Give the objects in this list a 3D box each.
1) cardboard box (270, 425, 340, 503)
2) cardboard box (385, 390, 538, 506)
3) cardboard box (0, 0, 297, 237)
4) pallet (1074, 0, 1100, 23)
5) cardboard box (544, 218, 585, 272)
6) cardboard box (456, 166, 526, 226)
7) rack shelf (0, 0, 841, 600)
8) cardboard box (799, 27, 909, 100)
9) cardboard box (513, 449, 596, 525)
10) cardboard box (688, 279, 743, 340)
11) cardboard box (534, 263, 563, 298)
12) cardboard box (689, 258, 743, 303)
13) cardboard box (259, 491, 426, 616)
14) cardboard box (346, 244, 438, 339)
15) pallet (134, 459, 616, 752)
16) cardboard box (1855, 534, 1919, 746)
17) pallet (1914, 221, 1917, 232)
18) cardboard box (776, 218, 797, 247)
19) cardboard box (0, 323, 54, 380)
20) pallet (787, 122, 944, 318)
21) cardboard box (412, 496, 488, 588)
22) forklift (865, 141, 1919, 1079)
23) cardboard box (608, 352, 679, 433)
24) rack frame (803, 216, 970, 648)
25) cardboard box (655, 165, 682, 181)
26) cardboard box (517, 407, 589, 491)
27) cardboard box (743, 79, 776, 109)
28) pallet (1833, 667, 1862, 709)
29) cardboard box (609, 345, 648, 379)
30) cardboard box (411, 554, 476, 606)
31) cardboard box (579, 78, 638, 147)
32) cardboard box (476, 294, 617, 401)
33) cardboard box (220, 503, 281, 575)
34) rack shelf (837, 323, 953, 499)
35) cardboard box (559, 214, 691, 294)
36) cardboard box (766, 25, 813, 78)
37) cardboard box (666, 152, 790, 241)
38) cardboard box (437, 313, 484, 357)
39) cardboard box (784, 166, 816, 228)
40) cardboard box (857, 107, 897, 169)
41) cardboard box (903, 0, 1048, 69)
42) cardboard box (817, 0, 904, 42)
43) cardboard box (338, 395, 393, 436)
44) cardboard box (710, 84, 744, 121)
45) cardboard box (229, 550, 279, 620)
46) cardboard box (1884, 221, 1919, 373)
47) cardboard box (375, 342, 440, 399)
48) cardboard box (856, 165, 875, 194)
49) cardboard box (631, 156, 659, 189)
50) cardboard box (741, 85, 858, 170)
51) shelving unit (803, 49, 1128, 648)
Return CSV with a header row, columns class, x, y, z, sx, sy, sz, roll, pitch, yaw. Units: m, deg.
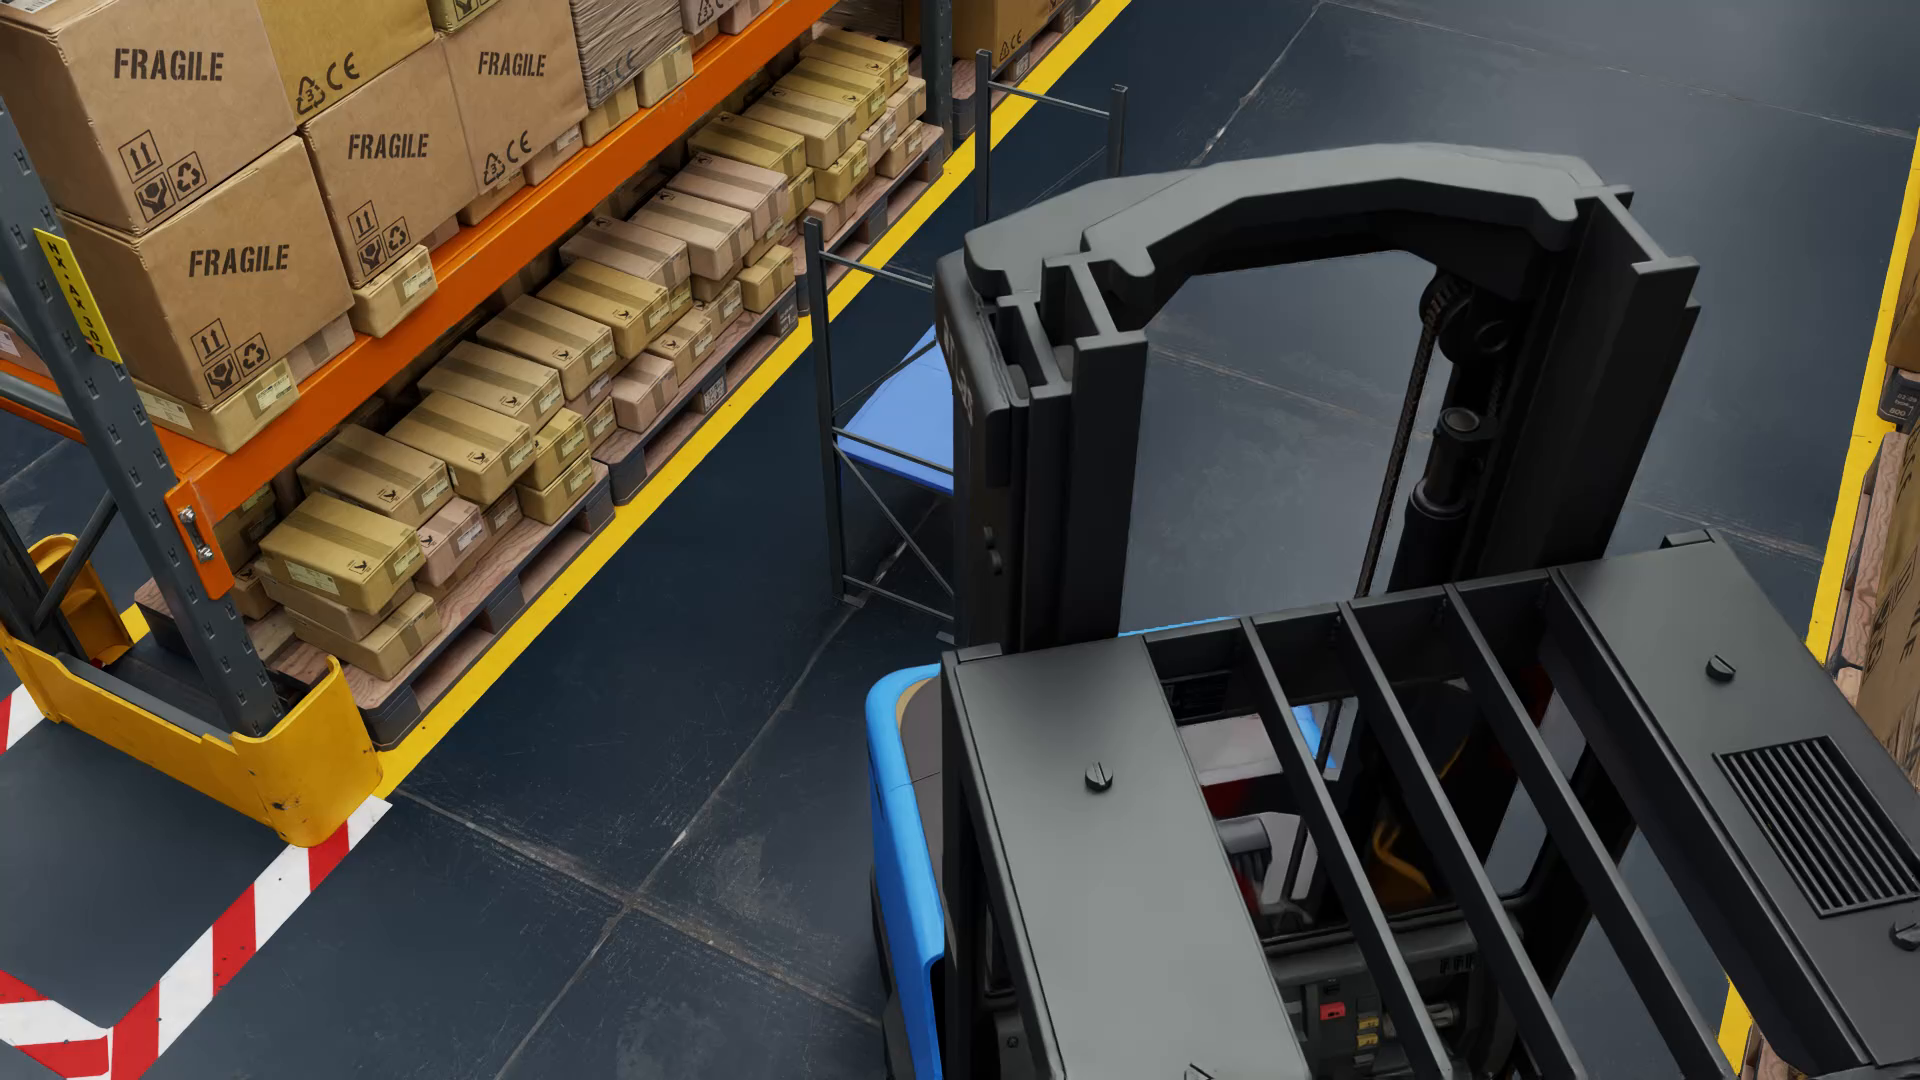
class,x,y,z,sx,sy,sz,roll,pitch,yaw
cardboard box,-2.170,-0.302,5.230,0.380,0.149,0.250,21,49,20
cardboard box,-1.563,-0.293,5.222,0.380,0.149,0.250,20,49,19
cardboard box,-1.915,-1.077,3.723,0.500,0.500,0.500,20,49,19
pallet,0.423,-3.193,8.757,1.003,0.211,1.213,20,49,19
cardboard box,-1.594,-1.141,6.059,0.380,0.149,0.250,21,49,19
cardboard box,-1.518,-1.096,4.900,0.380,0.149,0.250,20,49,19
rack shelf,-1.430,-1.398,5.528,1.077,0.370,4.000,20,49,19
cardboard box,-0.437,-1.955,6.864,0.380,0.149,0.250,22,49,20
cardboard box,-1.458,-0.236,5.584,0.380,0.149,0.250,21,49,20
cardboard box,-1.043,-0.903,6.242,0.380,0.149,0.250,21,49,20
cardboard box,-1.659,-1.064,6.193,0.380,0.149,0.250,21,49,19
cardboard box,-1.037,-1.054,6.182,0.380,0.149,0.250,18,48,17
cardboard box,-1.815,0.037,4.896,0.380,0.149,0.250,18,48,17
cardboard box,-1.664,-0.724,4.533,0.380,0.149,0.250,19,48,18
pallet,-1.915,0.041,5.561,1.003,0.211,1.213,20,49,19
cardboard box,3.049,0.346,4.498,0.875,0.875,0.875,20,49,19
pallet,4.701,-1.512,7.096,1.003,0.211,1.213,20,49,19
cardboard box,-0.872,-1.247,6.583,0.380,0.149,0.250,19,48,18
cardboard box,-2.458,-0.601,4.412,0.380,0.149,0.250,21,49,19
pallet,-0.783,-1.496,7.080,1.003,0.211,1.213,20,49,19
cardboard box,-1.711,-0.040,5.181,0.380,0.149,0.250,20,49,19
forklift,0.568,0.996,2.705,1.130,2.935,3.031,-9,46,-8
cardboard box,-1.232,-0.557,5.900,0.380,0.149,0.250,18,48,17
rack frame,-0.196,-0.261,4.953,0.500,1.500,0.032,20,49,19
cardboard box,-1.201,-1.515,6.638,0.380,0.149,0.250,18,48,17
cardboard box,-1.461,-0.349,5.486,0.380,0.149,0.250,22,49,20
cardboard box,-0.992,-1.849,6.969,0.380,0.149,0.250,21,49,19
pallet,2.857,0.995,4.618,1.003,0.211,1.213,20,49,19
cardboard box,-1.332,-0.732,5.865,0.380,0.149,0.250,23,50,21
cardboard box,-1.783,0.047,5.303,0.380,0.149,0.250,20,49,19
cardboard box,-1.239,-1.398,5.199,0.380,0.149,0.250,22,49,20
cardboard box,-1.384,-0.648,5.573,0.380,0.149,0.250,22,49,21
cardboard box,-2.367,-0.068,5.208,0.380,0.149,0.250,19,48,18
rack shelf,0.040,-0.455,5.398,0.538,0.185,1.000,20,49,19
cardboard box,-1.189,-0.989,5.909,0.380,0.149,0.250,21,49,19
cardboard box,-0.845,-2.117,7.024,0.380,0.149,0.250,22,49,21
cardboard box,-0.863,-1.283,6.200,0.380,0.149,0.250,18,48,17
cardboard box,-1.898,-0.726,5.859,0.380,0.149,0.250,21,49,20
cardboard box,-0.793,-1.383,6.508,0.380,0.149,0.250,21,49,19
cardboard box,-0.481,-1.683,6.804,0.380,0.149,0.250,18,48,17
cardboard box,0.076,-2.558,7.631,0.500,0.500,0.500,22,49,21
cardboard box,-0.382,-2.729,7.801,0.500,0.500,0.500,20,49,18
cardboard box,-2.127,-0.396,5.532,0.380,0.149,0.250,19,48,17
cardboard box,-1.100,-1.787,6.698,0.380,0.149,0.250,20,49,19
cardboard box,-2.299,0.063,5.288,0.380,0.149,0.250,21,49,20
cardboard box,4.124,-1.020,5.848,1.225,0.875,0.875,21,49,19
cardboard box,-1.986,-0.649,5.574,0.380,0.149,0.250,19,48,18
cardboard box,-0.577,-1.561,6.893,0.380,0.149,0.250,22,49,20
cardboard box,-1.391,-1.482,6.397,0.380,0.149,0.250,21,49,20
cardboard box,-0.629,-1.622,6.535,0.380,0.149,0.250,20,49,19
shelving unit,0.040,-0.581,5.270,0.538,1.500,1.048,20,49,19
